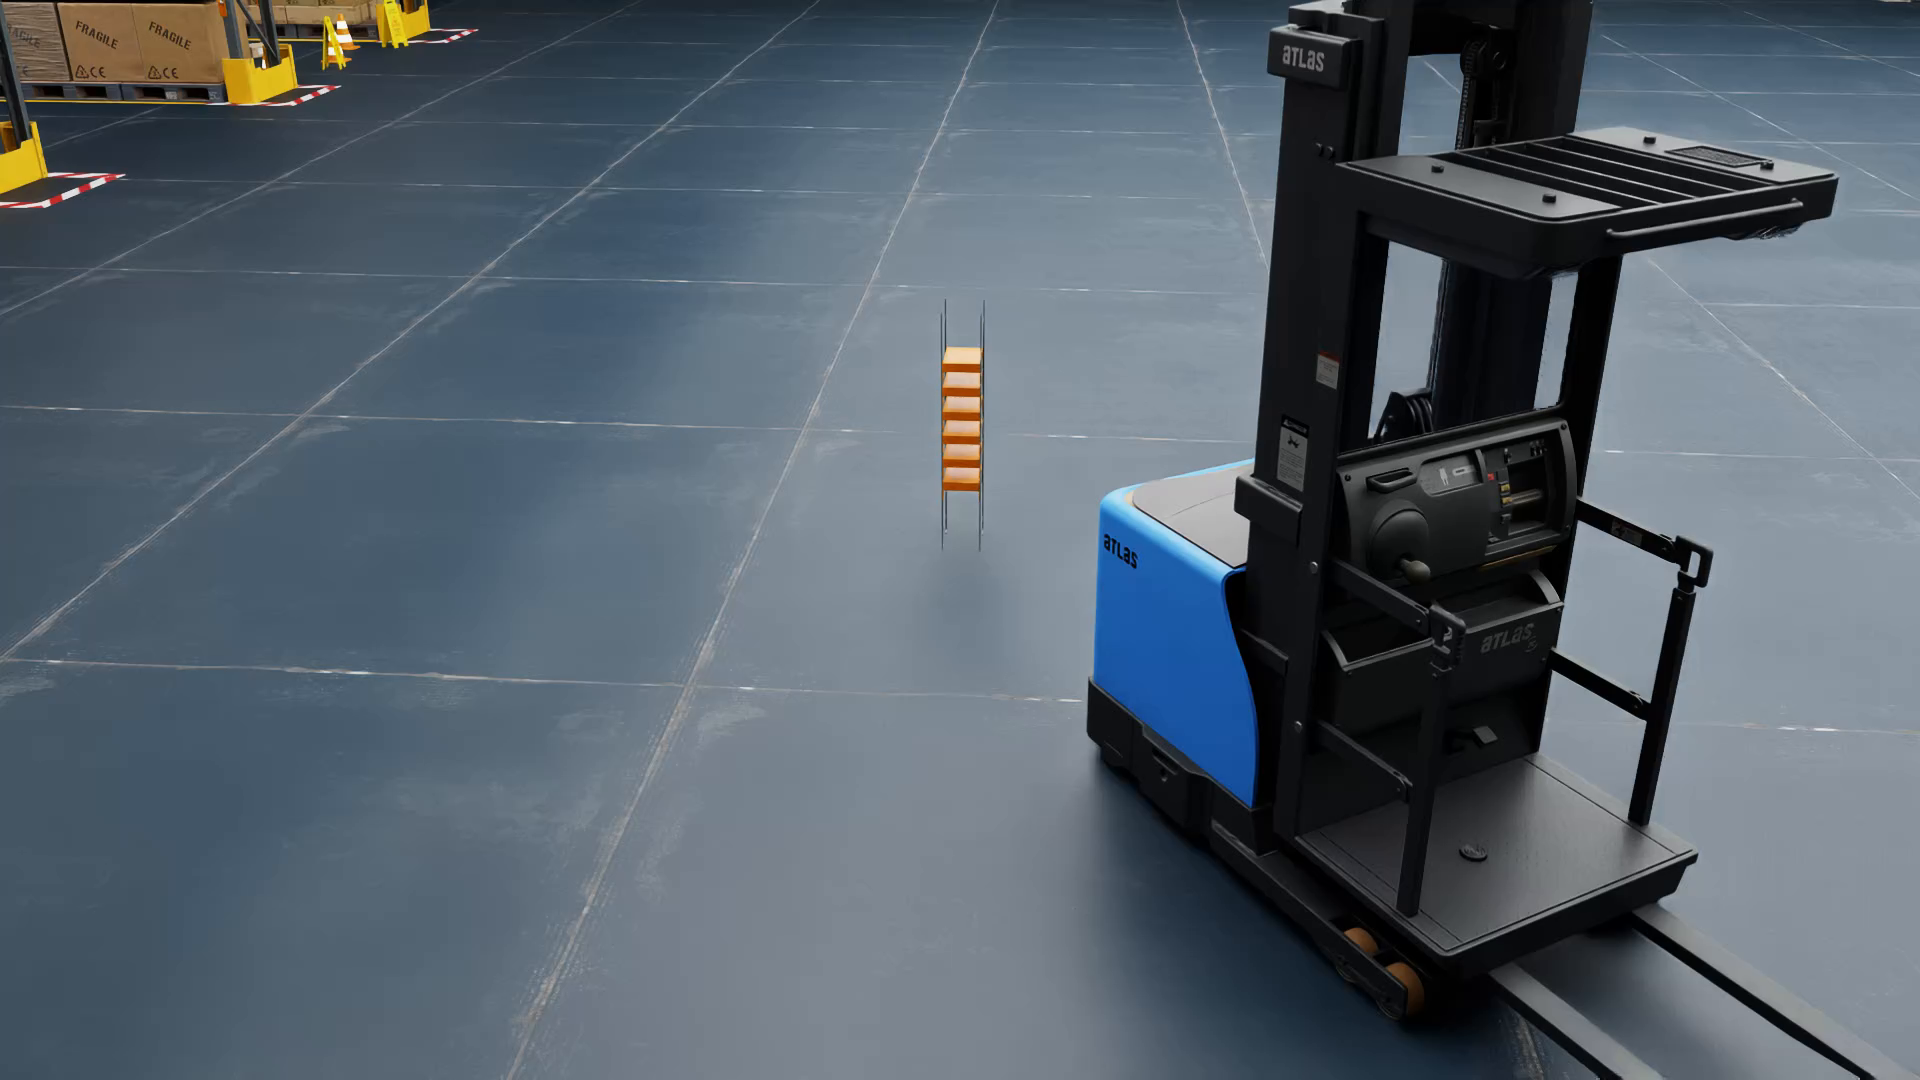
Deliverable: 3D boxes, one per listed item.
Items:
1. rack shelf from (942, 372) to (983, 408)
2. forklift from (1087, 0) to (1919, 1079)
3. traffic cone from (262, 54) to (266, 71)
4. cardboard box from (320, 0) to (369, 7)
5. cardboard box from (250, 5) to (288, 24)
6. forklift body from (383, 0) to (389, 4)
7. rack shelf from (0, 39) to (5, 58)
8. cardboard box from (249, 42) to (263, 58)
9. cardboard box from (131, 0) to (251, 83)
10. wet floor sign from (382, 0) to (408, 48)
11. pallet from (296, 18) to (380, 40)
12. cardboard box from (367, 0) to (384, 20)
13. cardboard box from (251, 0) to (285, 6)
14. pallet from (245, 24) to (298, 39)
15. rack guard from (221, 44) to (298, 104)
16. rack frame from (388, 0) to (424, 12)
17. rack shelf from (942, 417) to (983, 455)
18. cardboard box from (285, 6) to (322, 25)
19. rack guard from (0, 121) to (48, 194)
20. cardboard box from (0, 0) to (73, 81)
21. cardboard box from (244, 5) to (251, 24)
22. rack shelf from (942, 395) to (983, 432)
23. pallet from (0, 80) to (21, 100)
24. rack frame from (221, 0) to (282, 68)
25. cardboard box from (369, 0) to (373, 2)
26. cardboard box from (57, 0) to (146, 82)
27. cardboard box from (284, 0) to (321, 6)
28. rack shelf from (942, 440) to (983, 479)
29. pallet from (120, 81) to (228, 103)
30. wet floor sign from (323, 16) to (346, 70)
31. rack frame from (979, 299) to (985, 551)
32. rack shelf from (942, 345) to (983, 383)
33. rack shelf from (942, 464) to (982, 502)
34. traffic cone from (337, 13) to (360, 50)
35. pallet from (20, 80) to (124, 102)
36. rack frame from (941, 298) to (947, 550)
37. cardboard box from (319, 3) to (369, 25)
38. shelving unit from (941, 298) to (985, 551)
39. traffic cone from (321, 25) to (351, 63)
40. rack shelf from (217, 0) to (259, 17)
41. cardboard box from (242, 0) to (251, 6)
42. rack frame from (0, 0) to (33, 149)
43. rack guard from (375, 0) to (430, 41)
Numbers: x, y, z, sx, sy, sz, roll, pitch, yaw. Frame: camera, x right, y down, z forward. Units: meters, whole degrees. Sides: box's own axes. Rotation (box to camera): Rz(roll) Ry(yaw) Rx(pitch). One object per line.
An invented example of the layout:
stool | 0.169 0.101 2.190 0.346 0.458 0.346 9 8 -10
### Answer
rack shelf | 0.014 -0.722 7.916 0.180 0.103 0.258 2 25 4
forklift | 1.641 -0.088 4.935 1.130 2.935 3.031 -13 28 -26
traffic cone | -8.698 -6.100 20.953 0.334 0.463 0.336 2 25 4
cardboard box | -8.818 -7.909 23.740 0.500 0.500 0.500 2 25 4
cardboard box | -9.863 -7.600 23.965 0.500 0.250 0.500 1 25 2
forklift body | -9.653 -9.694 26.744 1.214 2.155 2.313 2 25 4
rack shelf | -10.752 -4.317 14.904 4.000 0.370 1.077 2 25 4
cardboard box | -9.460 -6.615 22.448 0.250 0.149 0.380 16 29 31
cardboard box | -8.958 -5.863 19.444 0.875 0.875 0.875 2 25 4
wet floor sign | -7.891 -7.188 23.100 0.232 0.644 0.267 11 27 22
pallet | -8.882 -7.486 24.267 1.213 0.211 1.003 2 25 4
cardboard box | -8.782 -7.793 24.384 0.500 0.250 0.500 2 25 4
cardboard box | -9.841 -7.944 23.815 0.500 0.500 0.500 1 25 3
pallet | -10.095 -7.527 24.355 1.213 0.211 1.003 2 25 4
rack guard | -8.253 -5.507 19.621 0.348 0.500 1.175 2 25 4
rack frame | -7.999 -8.710 23.591 0.127 3.000 1.000 2 25 4
rack shelf | 0.014 -0.504 8.017 0.180 0.103 0.258 2 25 4
cardboard box | -9.341 -7.585 23.933 0.500 0.250 0.500 2 25 4
rack guard | -8.833 -3.447 15.142 0.348 0.500 1.175 2 25 4
cardboard box | -10.744 -5.921 19.568 0.875 0.875 0.875 2 25 4
cardboard box | -10.357 -7.620 24.009 0.500 0.250 0.500 2 25 3
rack shelf | 0.014 -0.613 7.967 0.180 0.103 0.258 2 25 4
pallet | -11.513 -5.448 19.837 1.213 0.211 1.003 2 25 4
rack frame | -8.277 -6.644 19.100 0.127 3.000 1.000 2 25 4
cardboard box | -8.806 -8.134 24.229 0.500 0.500 0.500 1 25 2
cardboard box | -9.836 -5.891 19.503 0.875 0.875 0.875 1 25 3
cardboard box | -9.338 -7.925 23.774 0.500 0.500 0.500 3 25 6
rack shelf | 0.014 -0.395 8.067 0.180 0.103 0.258 2 25 4
pallet | -9.080 -5.370 19.668 1.213 0.211 1.003 2 25 4
wet floor sign | -8.097 -6.398 21.384 0.232 0.644 0.267 -2 25 -5
rack frame | 0.106 -0.542 7.992 0.006 1.200 0.240 2 25 4
rack shelf | 0.014 -0.831 7.866 0.180 0.103 0.258 2 25 4
rack shelf | 0.014 -0.286 8.117 0.180 0.103 0.258 2 25 4
traffic cone | -8.526 -7.034 22.982 0.334 0.463 0.336 2 25 4
pallet | -10.293 -5.410 19.755 1.213 0.211 1.003 2 25 4
rack frame | -0.077 -0.548 8.005 0.006 1.200 0.240 2 25 4
cardboard box | -8.849 -7.566 23.892 0.500 0.250 0.500 2 25 4
shelving unit | 0.014 -0.545 7.998 0.189 1.200 0.258 2 25 4
traffic cone | -8.272 -6.560 21.953 0.334 0.463 0.336 2 25 4
rack shelf | -10.271 -6.381 19.389 4.000 0.370 1.077 2 25 4
cardboard box | -10.368 -7.959 23.849 0.500 0.500 0.500 3 25 7
rack frame | -8.757 -4.580 14.614 0.127 3.000 1.000 2 25 4
rack guard | -8.075 -7.577 24.118 0.348 0.500 1.175 2 25 4
